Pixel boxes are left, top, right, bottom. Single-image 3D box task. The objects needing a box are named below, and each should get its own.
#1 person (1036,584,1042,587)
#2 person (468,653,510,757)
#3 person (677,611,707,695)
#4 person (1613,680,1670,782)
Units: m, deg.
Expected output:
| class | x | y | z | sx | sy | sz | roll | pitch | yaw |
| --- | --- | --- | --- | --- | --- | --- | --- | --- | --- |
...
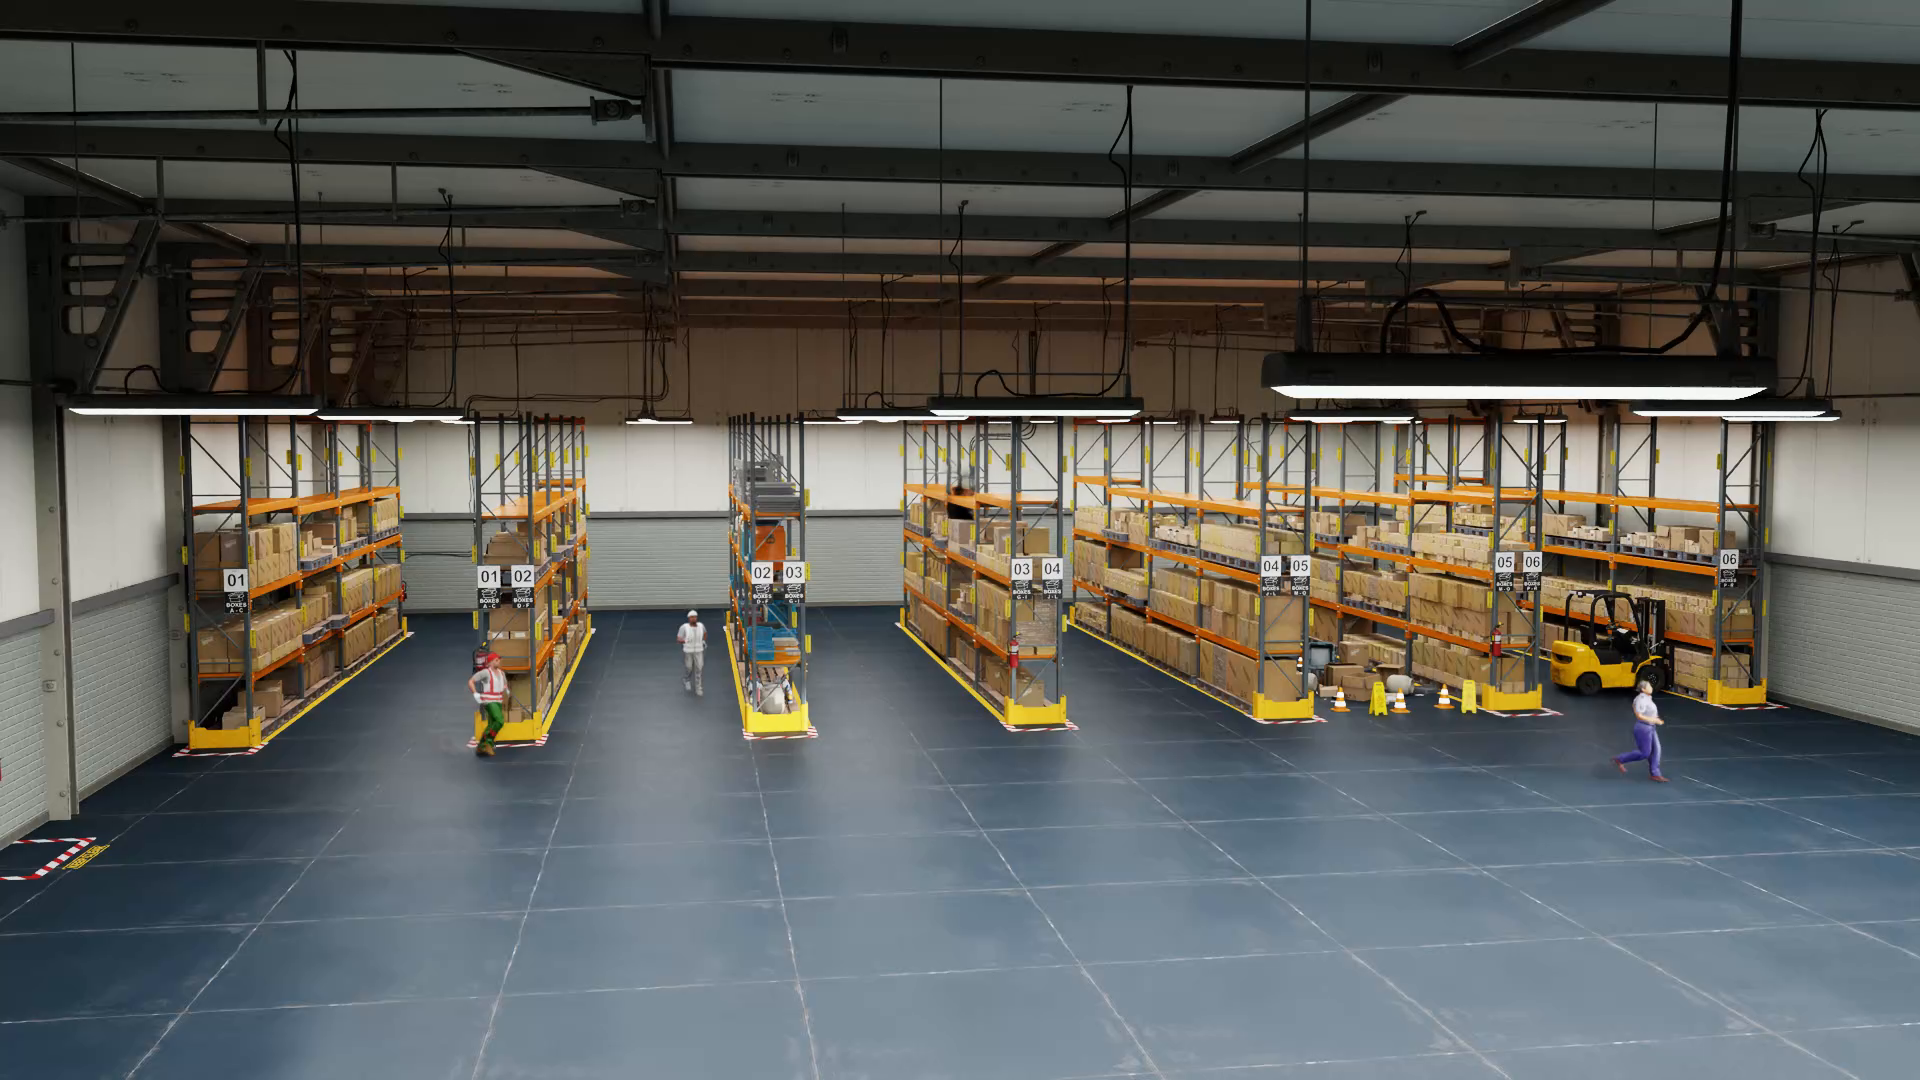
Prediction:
| class | x | y | z | sx | sy | sz | roll | pitch | yaw |
| --- | --- | --- | --- | --- | --- | --- | --- | --- | --- |
| person | 2.241 | 1.709 | 47.184 | 0.582 | 1.668 | 0.635 | -1 | 4 | -8 |
| person | -8.162 | 2.868 | 29.103 | 0.610 | 1.777 | 0.686 | 1 | 4 | 19 |
| person | -5.673 | 2.384 | 35.410 | 0.690 | 1.762 | 0.972 | -2 | 4 | -22 |
| person | 11.039 | 3.084 | 26.891 | 0.849 | 1.639 | 0.607 | 2 | 4 | 29 |
